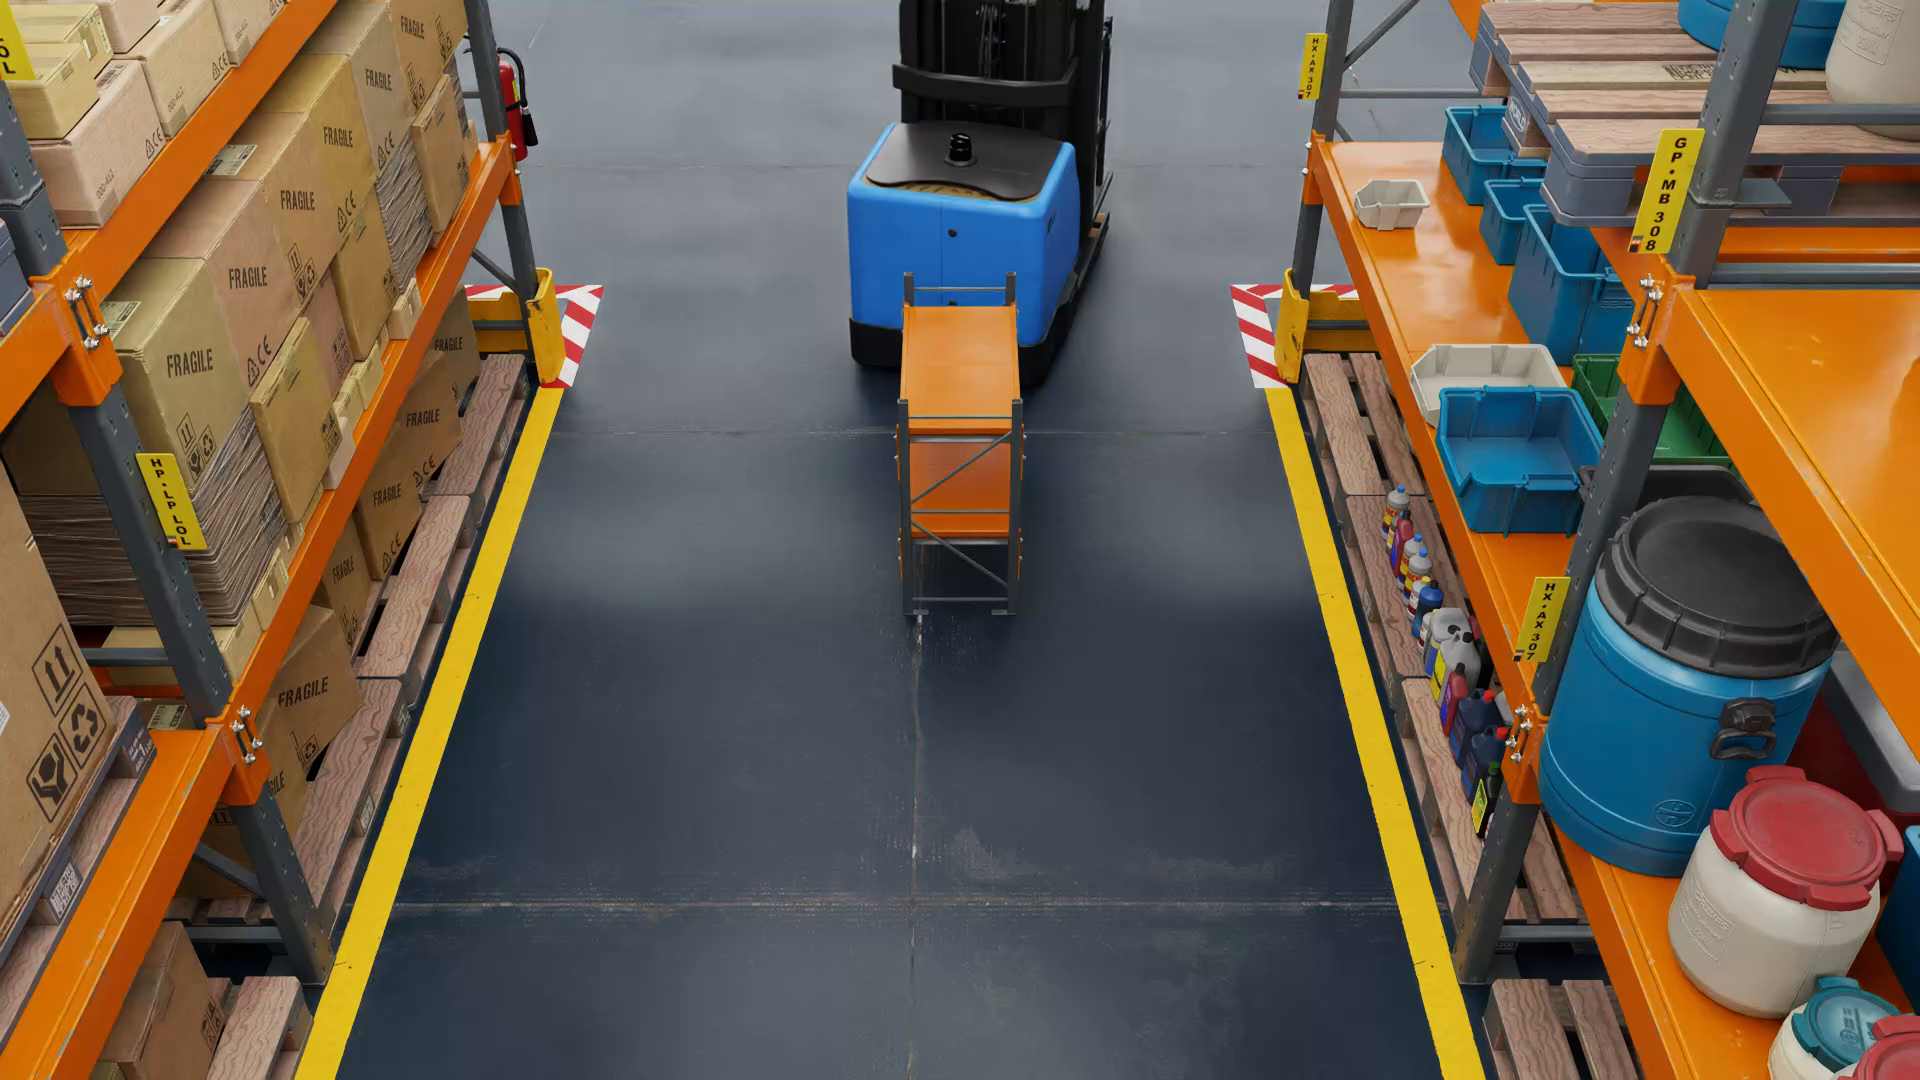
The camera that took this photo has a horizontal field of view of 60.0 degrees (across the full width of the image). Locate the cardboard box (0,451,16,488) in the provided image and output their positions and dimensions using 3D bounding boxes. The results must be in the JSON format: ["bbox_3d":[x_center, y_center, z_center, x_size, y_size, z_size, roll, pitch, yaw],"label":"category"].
[{"bbox_3d":[-2.988,-0.475,4.826,0.500,0.500,0.500,0,39,0],"label":"cardboard box"}]

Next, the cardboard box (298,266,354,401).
[{"bbox_3d":[-2.718,-0.710,5.919,0.875,0.500,0.500,0,39,0],"label":"cardboard box"}]

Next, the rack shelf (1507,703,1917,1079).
[{"bbox_3d":[2.243,1.880,3.581,1.077,0.370,4.000,0,39,0],"label":"rack shelf"}]

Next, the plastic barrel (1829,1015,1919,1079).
[{"bbox_3d":[2.023,1.352,3.555,0.433,0.535,0.433,0,39,0],"label":"plastic barrel"}]

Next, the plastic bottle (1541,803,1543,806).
[{"bbox_3d":[2.096,0.808,6.110,0.144,0.351,0.185,0,39,0],"label":"plastic bottle"}]

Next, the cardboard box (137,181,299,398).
[{"bbox_3d":[-2.461,-0.788,5.217,0.500,0.500,0.500,0,39,0],"label":"cardboard box"}]

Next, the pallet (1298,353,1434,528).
[{"bbox_3d":[2.279,-0.509,8.217,1.003,0.211,1.213,0,39,0],"label":"pallet"}]

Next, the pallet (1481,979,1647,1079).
[{"bbox_3d":[2.280,1.927,5.176,1.003,0.211,1.213,0,39,0],"label":"pallet"}]

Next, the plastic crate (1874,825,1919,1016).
[{"bbox_3d":[2.553,1.044,4.061,0.392,0.384,0.575,0,39,0],"label":"plastic crate"}]

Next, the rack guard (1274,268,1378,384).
[{"bbox_3d":[2.283,-1.130,8.761,1.175,0.500,0.348,0,39,0],"label":"rack guard"}]

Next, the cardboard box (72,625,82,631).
[{"bbox_3d":[-2.997,0.159,5.353,0.380,0.149,0.250,0,39,0],"label":"cardboard box"}]

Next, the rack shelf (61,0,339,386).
[{"bbox_3d":[-2.715,-1.789,5.760,1.077,0.370,4.000,0,39,0],"label":"rack shelf"}]

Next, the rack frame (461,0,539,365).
[{"bbox_3d":[-2.717,-2.150,8.034,1.000,3.000,0.127,0,39,0],"label":"rack frame"}]

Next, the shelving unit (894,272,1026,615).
[{"bbox_3d":[0.000,-0.435,7.393,0.538,1.125,1.048,0,39,0],"label":"shelving unit"}]

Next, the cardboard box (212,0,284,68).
[{"bbox_3d":[-2.452,-1.683,5.173,0.500,0.250,0.500,-1,39,-2],"label":"cardboard box"}]

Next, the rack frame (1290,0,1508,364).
[{"bbox_3d":[2.236,-2.153,8.038,1.000,3.000,0.127,0,39,0],"label":"rack frame"}]

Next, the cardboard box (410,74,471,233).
[{"bbox_3d":[-2.623,-1.648,7.090,0.875,0.500,0.500,0,39,0],"label":"cardboard box"}]

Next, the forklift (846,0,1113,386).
[{"bbox_3d":[0.276,-2.873,8.991,1.130,2.935,3.031,9,40,11],"label":"forklift"}]

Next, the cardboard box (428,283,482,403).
[{"bbox_3d":[-2.733,-0.947,8.197,0.500,0.500,0.500,7,39,8],"label":"cardboard box"}]

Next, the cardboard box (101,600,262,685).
[{"bbox_3d":[-2.412,0.315,5.159,0.380,0.149,0.250,0,39,0],"label":"cardboard box"}]

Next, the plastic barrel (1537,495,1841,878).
[{"bbox_3d":[1.938,0.394,4.458,0.600,0.901,0.708,0,39,0],"label":"plastic barrel"}]

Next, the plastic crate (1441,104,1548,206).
[{"bbox_3d":[2.536,-1.782,7.694,0.499,0.251,0.616,0,39,0],"label":"plastic crate"}]

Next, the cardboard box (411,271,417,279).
[{"bbox_3d":[-2.492,-1.092,6.915,0.380,0.149,0.250,0,39,0],"label":"cardboard box"}]

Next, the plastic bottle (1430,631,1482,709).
[{"bbox_3d":[1.951,0.486,6.512,0.144,0.351,0.185,0,39,0],"label":"plastic bottle"}]

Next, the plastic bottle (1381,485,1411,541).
[{"bbox_3d":[1.926,-0.126,7.339,0.097,0.271,0.097,0,39,0],"label":"plastic bottle"}]

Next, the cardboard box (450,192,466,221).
[{"bbox_3d":[-2.459,-1.561,7.500,0.380,0.149,0.250,0,39,0],"label":"cardboard box"}]

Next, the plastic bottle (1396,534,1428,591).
[{"bbox_3d":[1.927,0.088,7.071,0.097,0.271,0.097,0,39,0],"label":"plastic bottle"}]

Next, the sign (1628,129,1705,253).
[{"bbox_3d":[1.690,-0.832,3.984,0.100,0.325,0.005,0,39,0],"label":"sign"}]

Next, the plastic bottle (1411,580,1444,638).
[{"bbox_3d":[1.927,0.278,6.835,0.097,0.271,0.097,0,39,0],"label":"plastic bottle"}]

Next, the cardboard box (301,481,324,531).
[{"bbox_3d":[-2.437,-0.154,5.744,0.380,0.149,0.250,0,39,0],"label":"cardboard box"}]

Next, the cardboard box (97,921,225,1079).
[{"bbox_3d":[-2.733,1.540,5.077,0.700,0.500,0.500,-3,39,-4],"label":"cardboard box"}]

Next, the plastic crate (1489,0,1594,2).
[{"bbox_3d":[1.834,-1.723,5.313,0.243,0.136,0.396,0,39,0],"label":"plastic crate"}]

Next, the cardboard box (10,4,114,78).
[{"bbox_3d":[-2.473,-1.286,4.358,0.380,0.149,0.250,-2,39,-2],"label":"cardboard box"}]

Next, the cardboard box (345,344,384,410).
[{"bbox_3d":[-2.427,-0.623,6.329,0.380,0.149,0.250,0,39,0],"label":"cardboard box"}]

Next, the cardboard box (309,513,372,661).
[{"bbox_3d":[-2.760,0.167,6.806,0.500,0.500,0.500,-3,39,-4],"label":"cardboard box"}]

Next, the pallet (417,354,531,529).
[{"bbox_3d":[-2.751,-0.506,8.212,1.003,0.211,1.213,0,39,0],"label":"pallet"}]

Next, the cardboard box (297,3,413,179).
[{"bbox_3d":[-2.465,-1.726,6.387,0.500,0.500,0.500,0,39,0],"label":"cardboard box"}]

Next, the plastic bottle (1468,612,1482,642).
[{"bbox_3d":[2.061,0.410,6.660,0.061,0.283,0.133,0,39,0],"label":"plastic bottle"}]

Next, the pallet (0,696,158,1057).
[{"bbox_3d":[-2.857,0.905,4.376,1.003,0.211,1.213,0,39,0],"label":"pallet"}]

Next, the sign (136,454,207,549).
[{"bbox_3d":[-2.157,-0.103,4.554,0.100,0.325,0.005,0,39,0],"label":"sign"}]

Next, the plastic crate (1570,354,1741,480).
[{"bbox_3d":[2.521,-0.418,6.043,0.450,0.188,0.662,0,39,0],"label":"plastic crate"}]

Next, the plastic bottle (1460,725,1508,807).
[{"bbox_3d":[1.952,0.808,6.110,0.144,0.351,0.185,-1,39,-1],"label":"plastic bottle"}]

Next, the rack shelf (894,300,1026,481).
[{"bbox_3d":[0.000,-0.663,7.210,0.538,0.278,1.000,0,39,0],"label":"rack shelf"}]
